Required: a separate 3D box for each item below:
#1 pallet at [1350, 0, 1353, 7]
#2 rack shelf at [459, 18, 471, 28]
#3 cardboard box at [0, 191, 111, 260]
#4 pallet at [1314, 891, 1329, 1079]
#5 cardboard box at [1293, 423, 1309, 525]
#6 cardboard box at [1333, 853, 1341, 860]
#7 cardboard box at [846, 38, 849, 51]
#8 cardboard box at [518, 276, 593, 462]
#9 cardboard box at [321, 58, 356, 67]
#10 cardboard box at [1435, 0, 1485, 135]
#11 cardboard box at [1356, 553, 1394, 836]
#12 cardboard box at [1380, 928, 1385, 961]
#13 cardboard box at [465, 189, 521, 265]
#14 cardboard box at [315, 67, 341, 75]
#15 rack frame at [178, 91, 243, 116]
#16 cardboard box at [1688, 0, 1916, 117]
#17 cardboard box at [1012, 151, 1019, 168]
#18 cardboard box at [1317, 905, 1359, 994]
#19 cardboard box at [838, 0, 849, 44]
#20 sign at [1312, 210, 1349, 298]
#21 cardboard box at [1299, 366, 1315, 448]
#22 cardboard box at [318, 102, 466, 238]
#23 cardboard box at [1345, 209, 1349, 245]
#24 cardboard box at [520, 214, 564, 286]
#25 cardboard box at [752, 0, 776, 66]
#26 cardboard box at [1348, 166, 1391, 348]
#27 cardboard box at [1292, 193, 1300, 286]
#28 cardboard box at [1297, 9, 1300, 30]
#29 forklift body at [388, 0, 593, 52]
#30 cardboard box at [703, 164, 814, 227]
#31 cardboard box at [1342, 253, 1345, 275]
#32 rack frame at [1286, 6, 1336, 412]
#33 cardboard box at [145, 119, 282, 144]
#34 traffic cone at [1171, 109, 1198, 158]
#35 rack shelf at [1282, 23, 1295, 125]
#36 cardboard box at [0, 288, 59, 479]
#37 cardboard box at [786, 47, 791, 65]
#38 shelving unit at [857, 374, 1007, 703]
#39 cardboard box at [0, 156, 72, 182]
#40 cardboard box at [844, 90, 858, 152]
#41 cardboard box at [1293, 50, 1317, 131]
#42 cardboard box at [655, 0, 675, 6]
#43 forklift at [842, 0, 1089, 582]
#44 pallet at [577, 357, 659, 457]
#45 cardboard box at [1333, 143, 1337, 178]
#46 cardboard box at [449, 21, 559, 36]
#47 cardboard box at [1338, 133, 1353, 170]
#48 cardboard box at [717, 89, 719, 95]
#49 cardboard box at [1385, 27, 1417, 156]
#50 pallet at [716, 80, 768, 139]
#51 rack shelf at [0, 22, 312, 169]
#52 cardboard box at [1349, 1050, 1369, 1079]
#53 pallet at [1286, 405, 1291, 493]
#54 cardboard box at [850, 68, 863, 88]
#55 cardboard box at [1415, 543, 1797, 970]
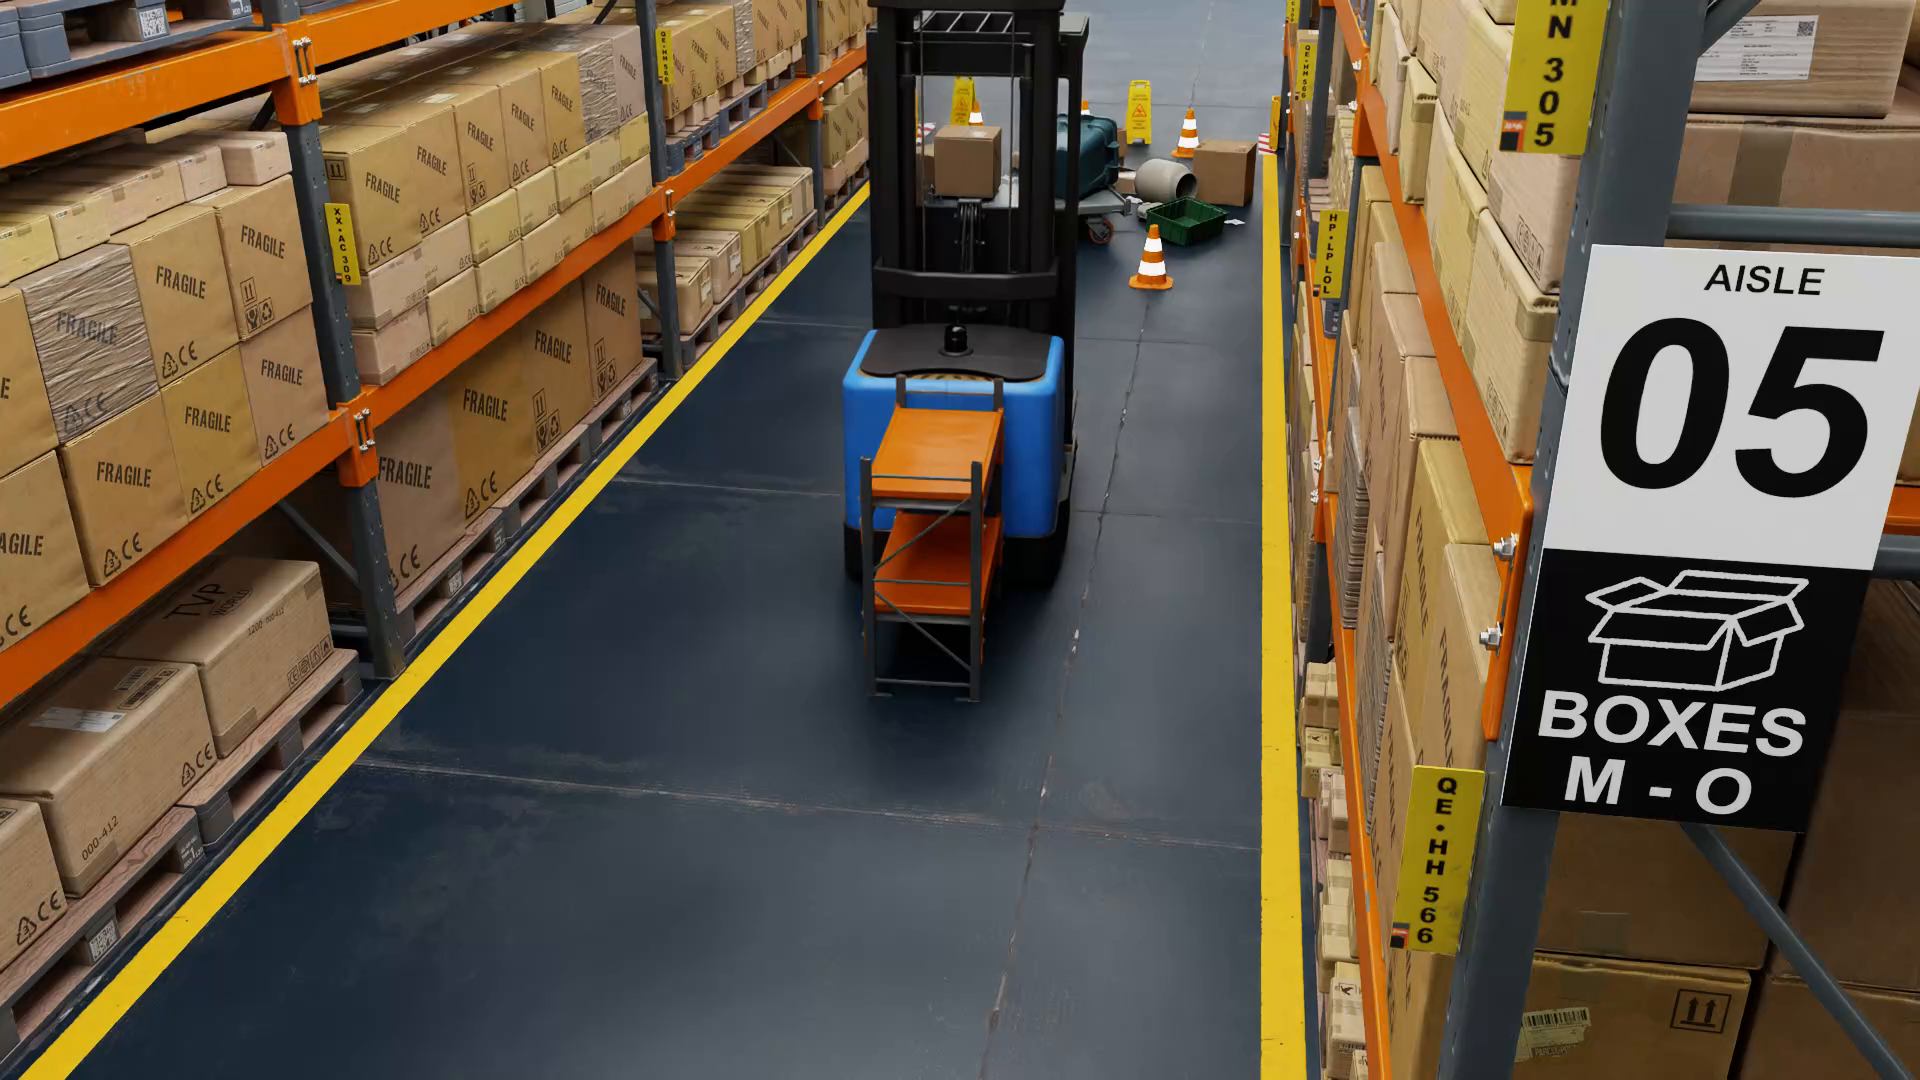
[{"bbox_3d":[2.274,-2.441,7.110,1.213,0.211,1.003,4,25,9],"label":"pallet"},{"bbox_3d":[-6.262,-4.982,16.704,1.077,0.370,4.000,4,25,9],"label":"rack shelf"},{"bbox_3d":[-2.965,-1.004,5.293,0.380,0.149,0.250,4,25,8],"label":"cardboard box"},{"bbox_3d":[1.629,1.575,5.135,1.003,0.211,1.213,4,25,9],"label":"pallet"},{"bbox_3d":[1.946,-0.296,8.298,0.500,0.500,0.500,3,25,7],"label":"cardboard box"},{"bbox_3d":[1.500,1.077,5.779,0.380,0.149,0.250,4,25,7],"label":"cardboard box"},{"bbox_3d":[-1.233,-4.562,15.254,0.380,0.149,0.250,4,25,8],"label":"cardboard box"},{"bbox_3d":[-2.690,-1.028,9.419,0.875,0.875,0.875,4,25,9],"label":"cardboard box"},{"bbox_3d":[-6.461,-4.723,16.870,0.500,0.250,0.500,4,25,8],"label":"cardboard box"},{"bbox_3d":[1.240,-0.965,3.322,0.500,0.250,0.500,4,25,9],"label":"cardboard box"},{"bbox_3d":[1.230,0.377,3.938,0.500,0.500,0.500,4,25,9],"label":"cardboard box"},{"bbox_3d":[1.144,0.833,3.729,0.380,0.149,0.250,5,25,10],"label":"cardboard box"},{"bbox_3d":[-2.483,-1.535,8.079,0.500,0.250,0.500,4,25,9],"label":"cardboard box"},{"bbox_3d":[-6.037,-4.472,16.334,0.500,0.250,0.500,5,26,10],"label":"cardboard box"},{"bbox_3d":[-6.589,-4.472,14.765,1.000,3.000,0.127,4,25,9],"label":"rack frame"},{"bbox_3d":[1.012,-0.667,2.215,0.380,0.149,0.250,4,25,8],"label":"cardboard box"},{"bbox_3d":[0.741,-3.823,16.742,0.380,0.149,0.250,19,31,35],"label":"cardboard box"},{"bbox_3d":[1.285,1.258,5.040,0.380,0.149,0.250,4,25,9],"label":"cardboard box"},{"bbox_3d":[-1.285,-4.685,14.753,0.500,0.500,0.500,4,25,8],"label":"cardboard box"},{"bbox_3d":[1.353,-1.044,6.076,0.100,0.325,0.005,4,25,9],"label":"sign"},{"bbox_3d":[1.943,-0.645,8.159,0.500,0.250,0.500,3,25,6],"label":"cardboard box"},{"bbox_3d":[-2.587,-1.660,7.461,0.500,0.500,0.500,4,25,8],"label":"cardboard box"},{"bbox_3d":[1.983,-1.425,7.707,0.380,0.149,0.250,4,25,9],"label":"cardboard box"},{"bbox_3d":[-2.393,-1.519,8.634,0.500,0.250,0.500,4,25,8],"label":"cardboard box"},{"bbox_3d":[-1.711,-3.867,12.510,0.500,0.500,0.500,5,26,10],"label":"cardboard box"},{"bbox_3d":[1.587,-0.944,5.579,0.500,0.500,0.500,5,25,10],"label":"cardboard box"},{"bbox_3d":[3.034,-2.331,12.349,1.050,0.750,0.750,4,25,9],"label":"cardboard box"},{"bbox_3d":[3.325,-4.283,14.185,0.875,0.550,0.550,4,25,9],"label":"cardboard box"},{"bbox_3d":[-4.445,-4.841,16.554,2.313,2.155,1.214,4,25,9],"label":"forklift body"},{"bbox_3d":[-1.775,-2.910,14.032,0.950,0.372,0.625,4,25,9],"label":"cardboard box"},{"bbox_3d":[1.981,-1.284,7.756,0.380,0.149,0.250,5,26,11],"label":"cardboard box"},{"bbox_3d":[2.555,-2.156,9.817,1.000,3.000,0.127,4,25,9],"label":"rack frame"},{"bbox_3d":[-3.174,-1.486,7.088,0.500,0.500,0.500,5,26,10],"label":"cardboard box"},{"bbox_3d":[2.375,-4.229,17.238,0.336,0.463,0.334,4,25,9],"label":"traffic cone"},{"bbox_3d":[3.535,-4.339,15.330,1.077,0.370,4.000,4,25,9],"label":"rack shelf"},{"bbox_3d":[-3.058,-0.431,4.834,0.500,0.500,0.500,4,25,9],"label":"cardboard box"},{"bbox_3d":[-1.564,-3.862,13.264,0.380,0.149,0.250,3,25,7],"label":"cardboard box"},{"bbox_3d":[-0.105,-0.031,7.490,0.538,1.125,1.048,3,25,6],"label":"shelving unit"},{"bbox_3d":[-3.333,-1.243,5.805,0.380,0.149,0.250,4,25,8],"label":"cardboard box"},{"bbox_3d":[-1.253,-3.866,15.335,0.500,0.500,0.500,5,26,11],"label":"cardboard box"},{"bbox_3d":[2.691,-3.252,12.042,0.500,0.500,0.500,4,25,8],"label":"cardboard box"},{"bbox_3d":[-2.300,-3.692,12.136,0.500,0.500,0.500,3,25,6],"label":"cardboard box"},{"bbox_3d":[0.101,-1.715,8.957,1.130,2.935,3.031,3,25,6],"label":"forklift"},{"bbox_3d":[-2.548,-0.869,10.357,1.003,0.211,1.213,4,25,9],"label":"pallet"},{"bbox_3d":[2.236,-2.065,9.073,0.380,0.149,0.250,5,26,11],"label":"cardboard box"},{"bbox_3d":[-2.667,-2.765,9.822,0.500,0.500,0.500,3,25,7],"label":"cardboard box"},{"bbox_3d":[2.159,-1.996,8.575,0.380,0.149,0.250,3,25,6],"label":"cardboard box"},{"bbox_3d":[-1.911,-3.103,11.641,0.380,0.149,0.250,6,26,12],"label":"cardboard box"},{"bbox_3d":[1.388,-1.171,4.353,0.500,0.250,0.500,5,26,11],"label":"cardboard box"},{"bbox_3d":[-2.062,-3.200,12.275,1.003,0.211,1.213,4,25,9],"label":"pallet"},{"bbox_3d":[-3.326,-0.980,4.615,1.077,0.370,4.000,4,25,9],"label":"rack shelf"},{"bbox_3d":[1.204,1.461,4.257,0.380,0.149,0.250,3,25,6],"label":"cardboard box"},{"bbox_3d":[2.426,-0.566,9.710,1.003,0.211,1.213,4,25,9],"label":"pallet"},{"bbox_3d":[-1.126,-4.312,15.521,0.380,0.149,0.250,5,26,12],"label":"cardboard box"},{"bbox_3d":[1.077,0.349,2.818,0.500,0.500,0.500,4,25,7],"label":"cardboard box"}]
